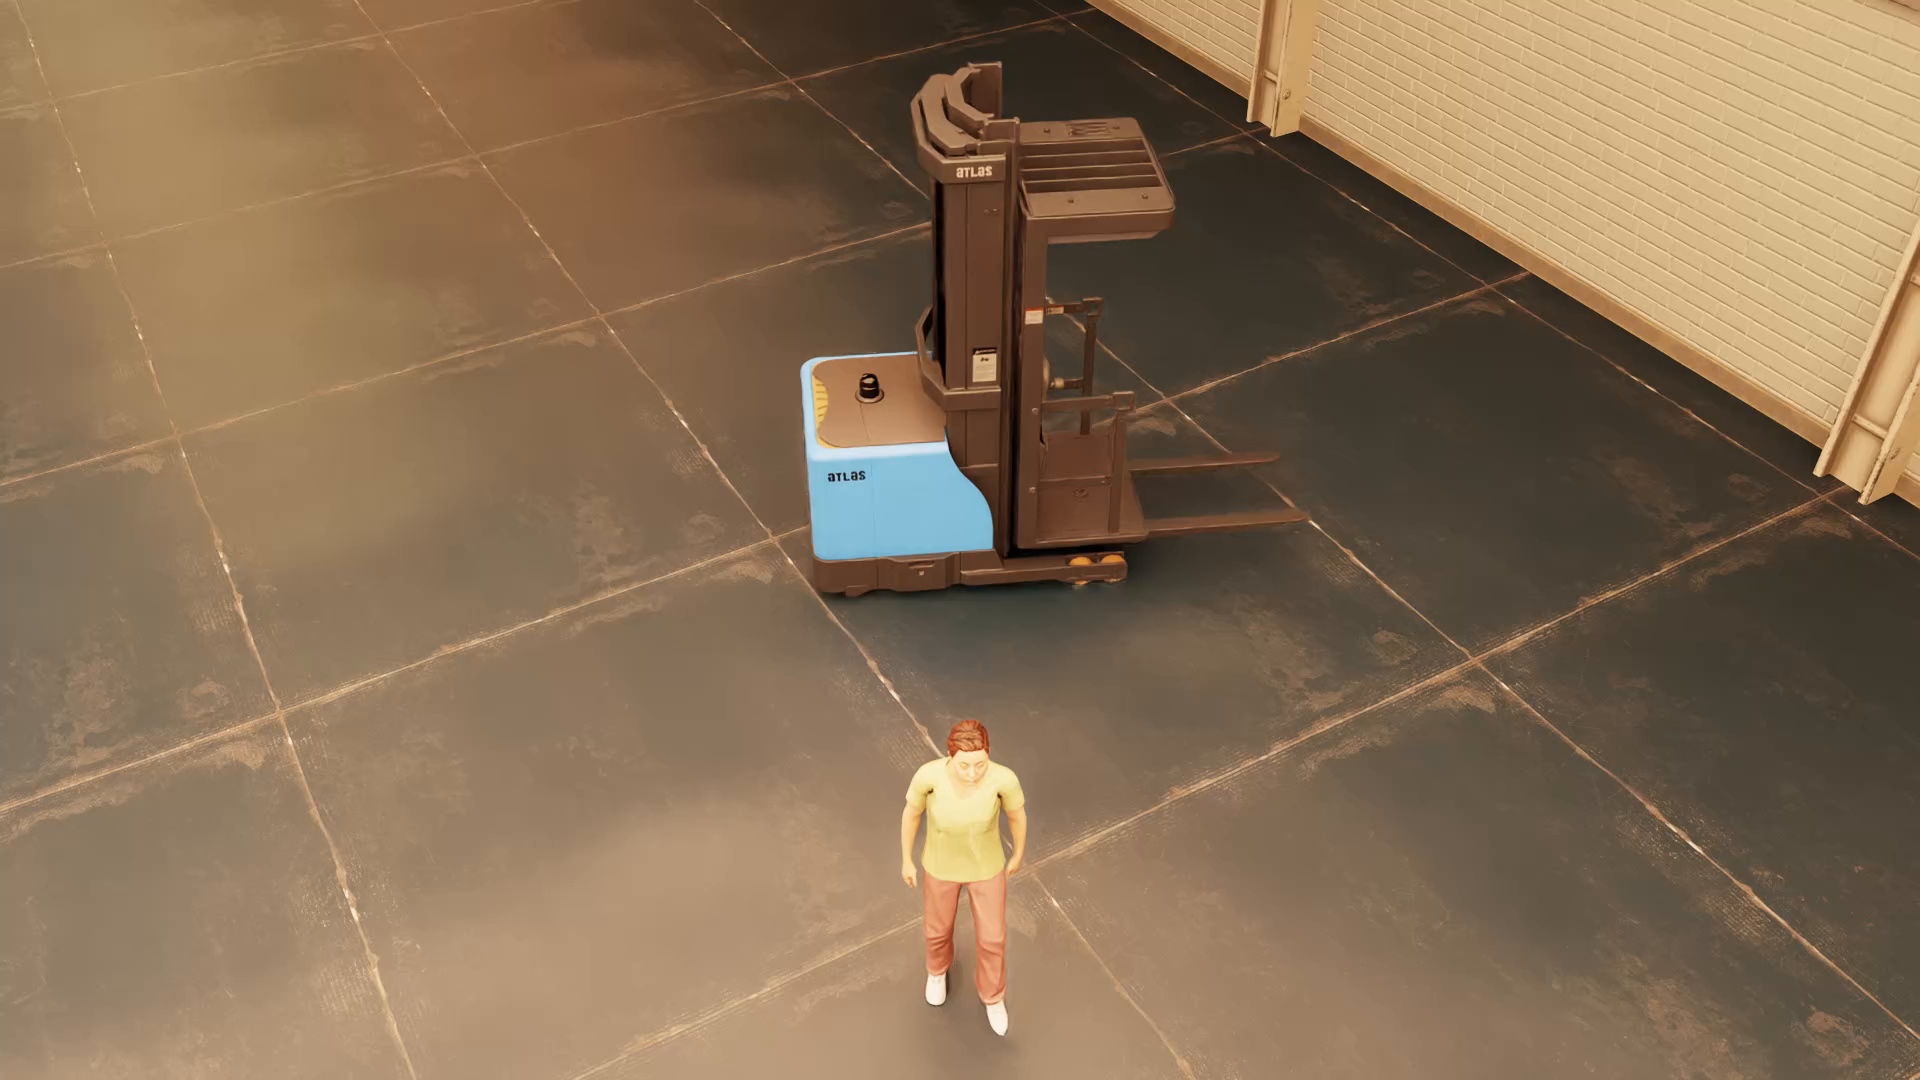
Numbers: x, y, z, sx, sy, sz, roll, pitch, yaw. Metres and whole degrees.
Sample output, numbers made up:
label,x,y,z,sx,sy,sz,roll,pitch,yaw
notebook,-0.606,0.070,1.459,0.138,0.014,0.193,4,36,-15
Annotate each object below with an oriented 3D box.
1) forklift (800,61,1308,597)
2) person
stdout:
label,x,y,z,sx,sy,sz,roll,pitch,yaw
forklift,0.584,-1.194,9.476,3.031,2.935,1.130,-4,40,-5
person,0.013,1.473,7.277,0.540,1.696,0.495,1,40,2
